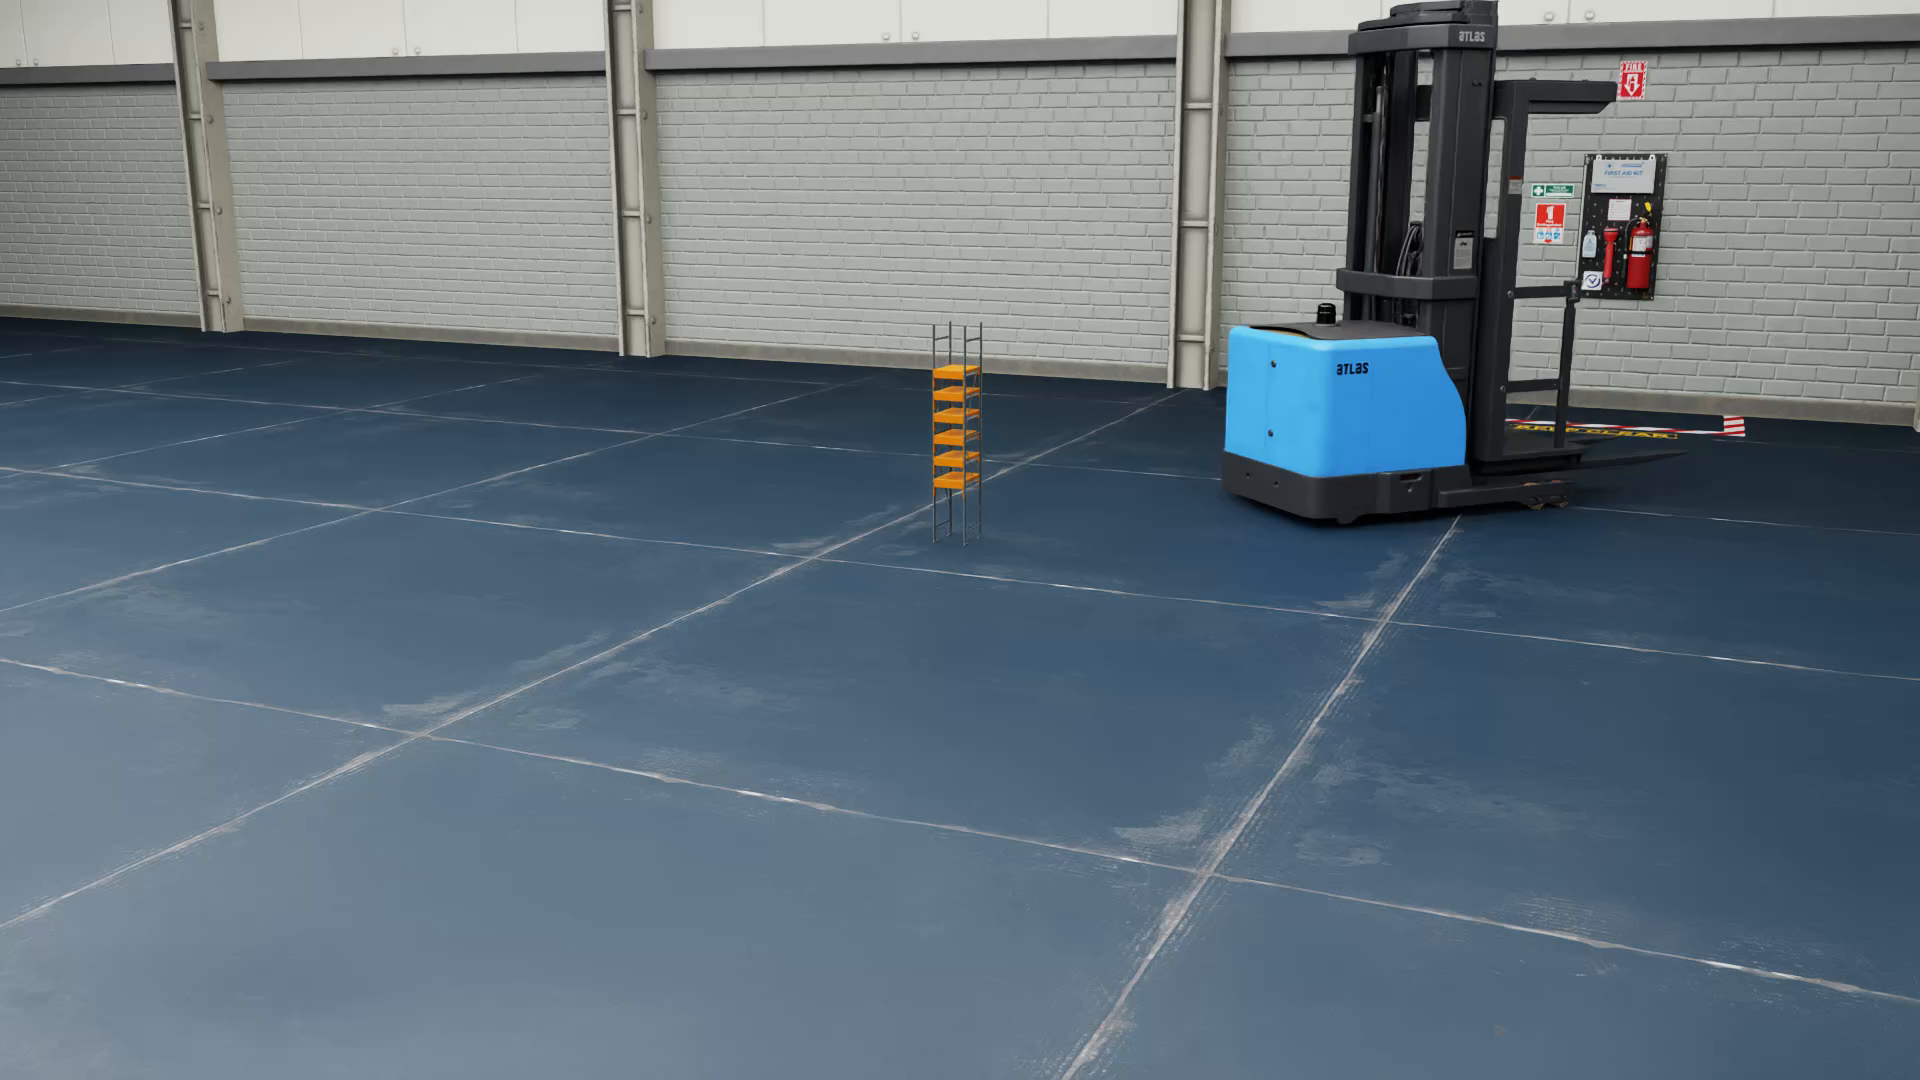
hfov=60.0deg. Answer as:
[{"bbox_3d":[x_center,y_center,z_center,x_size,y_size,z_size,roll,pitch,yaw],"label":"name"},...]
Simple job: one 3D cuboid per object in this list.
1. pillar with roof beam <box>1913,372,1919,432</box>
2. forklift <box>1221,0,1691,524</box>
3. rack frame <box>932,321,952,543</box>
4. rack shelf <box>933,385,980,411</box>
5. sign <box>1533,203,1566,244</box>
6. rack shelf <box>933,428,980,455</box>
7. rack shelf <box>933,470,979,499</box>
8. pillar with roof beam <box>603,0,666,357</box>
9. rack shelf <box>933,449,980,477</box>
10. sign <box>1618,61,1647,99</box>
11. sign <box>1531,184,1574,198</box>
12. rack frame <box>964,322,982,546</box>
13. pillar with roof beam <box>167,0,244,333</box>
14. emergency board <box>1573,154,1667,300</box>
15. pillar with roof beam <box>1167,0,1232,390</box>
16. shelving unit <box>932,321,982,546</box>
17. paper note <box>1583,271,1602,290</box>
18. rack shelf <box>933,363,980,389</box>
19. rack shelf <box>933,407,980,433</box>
[{"bbox_3d":[5.872,-4.330,8.011,0.400,9.000,9.100,6,14,23],"label":"pillar with roof beam"},{"bbox_3d":[3.183,-1.714,10.143,3.031,2.935,1.130,-6,14,-22],"label":"forklift"},{"bbox_3d":[-0.097,-0.594,9.160,0.006,1.200,0.240,6,14,23],"label":"rack frame"},{"bbox_3d":[-0.013,-0.776,9.079,0.180,0.103,0.258,6,14,23],"label":"rack shelf"},{"bbox_3d":[4.908,-2.636,13.842,0.234,0.329,0.001,6,14,23],"label":"sign"},{"bbox_3d":[-0.013,-0.542,9.134,0.180,0.103,0.258,6,14,23],"label":"rack shelf"},{"bbox_3d":[-0.013,-0.309,9.188,0.180,0.103,0.258,6,14,23],"label":"rack shelf"},{"bbox_3d":[-5.100,-5.441,12.743,0.400,9.000,9.100,6,14,23],"label":"pillar with roof beam"},{"bbox_3d":[-0.013,-0.425,9.161,0.180,0.103,0.258,6,14,23],"label":"rack shelf"},{"bbox_3d":[5.405,-3.696,13.364,0.199,0.298,0.001,6,14,23],"label":"sign"},{"bbox_3d":[4.908,-2.891,13.772,0.331,0.109,0.001,6,14,23],"label":"sign"},{"bbox_3d":[0.070,-0.577,9.087,0.006,1.200,0.240,6,14,23],"label":"rack frame"},{"bbox_3d":[-10.586,-5.996,15.109,0.400,9.000,9.100,6,14,23],"label":"pillar with roof beam"},{"bbox_3d":[5.372,-2.545,13.537,0.643,1.169,0.194,6,14,23],"label":"emergency board"},{"bbox_3d":[0.386,-4.886,10.377,0.400,9.000,9.100,6,14,23],"label":"pillar with roof beam"},{"bbox_3d":[-0.013,-0.585,9.123,0.189,1.200,0.258,6,14,23],"label":"shelving unit"},{"bbox_3d":[5.238,-2.147,13.769,0.142,0.148,0.016,6,14,23],"label":"paper note"},{"bbox_3d":[-0.013,-0.893,9.051,0.180,0.103,0.258,6,14,23],"label":"rack shelf"},{"bbox_3d":[-0.013,-0.659,9.106,0.180,0.103,0.258,6,14,23],"label":"rack shelf"}]
